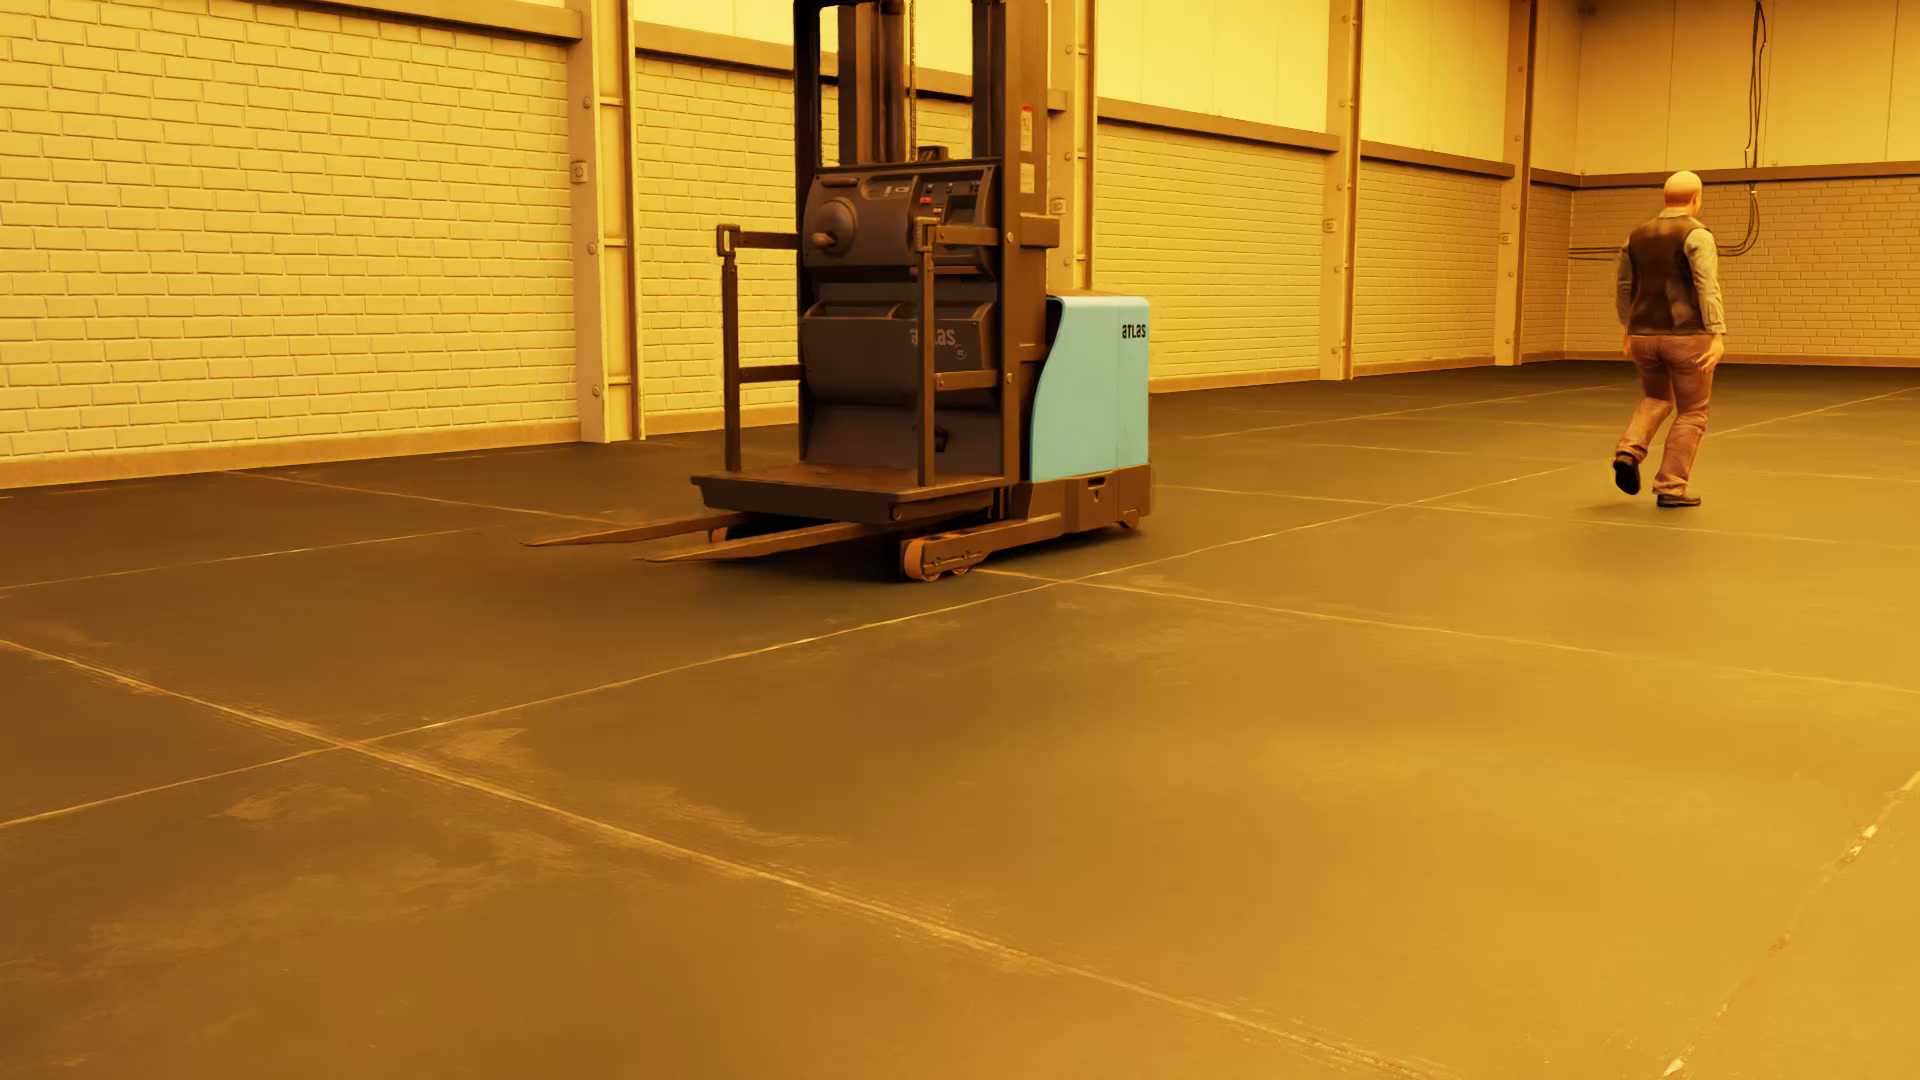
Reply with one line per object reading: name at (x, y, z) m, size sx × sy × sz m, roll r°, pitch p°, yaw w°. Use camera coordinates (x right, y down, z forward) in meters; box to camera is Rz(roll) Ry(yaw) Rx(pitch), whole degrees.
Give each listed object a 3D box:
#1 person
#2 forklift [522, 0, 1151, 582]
person at (3.700, -1.034, 8.593) m, size 0.460 × 1.702 × 0.681 m, roll -5°, pitch 10°, yaw -31°
forklift at (-0.380, -1.368, 6.634) m, size 1.130 × 2.935 × 3.031 m, roll 6°, pitch 10°, yaw 35°
